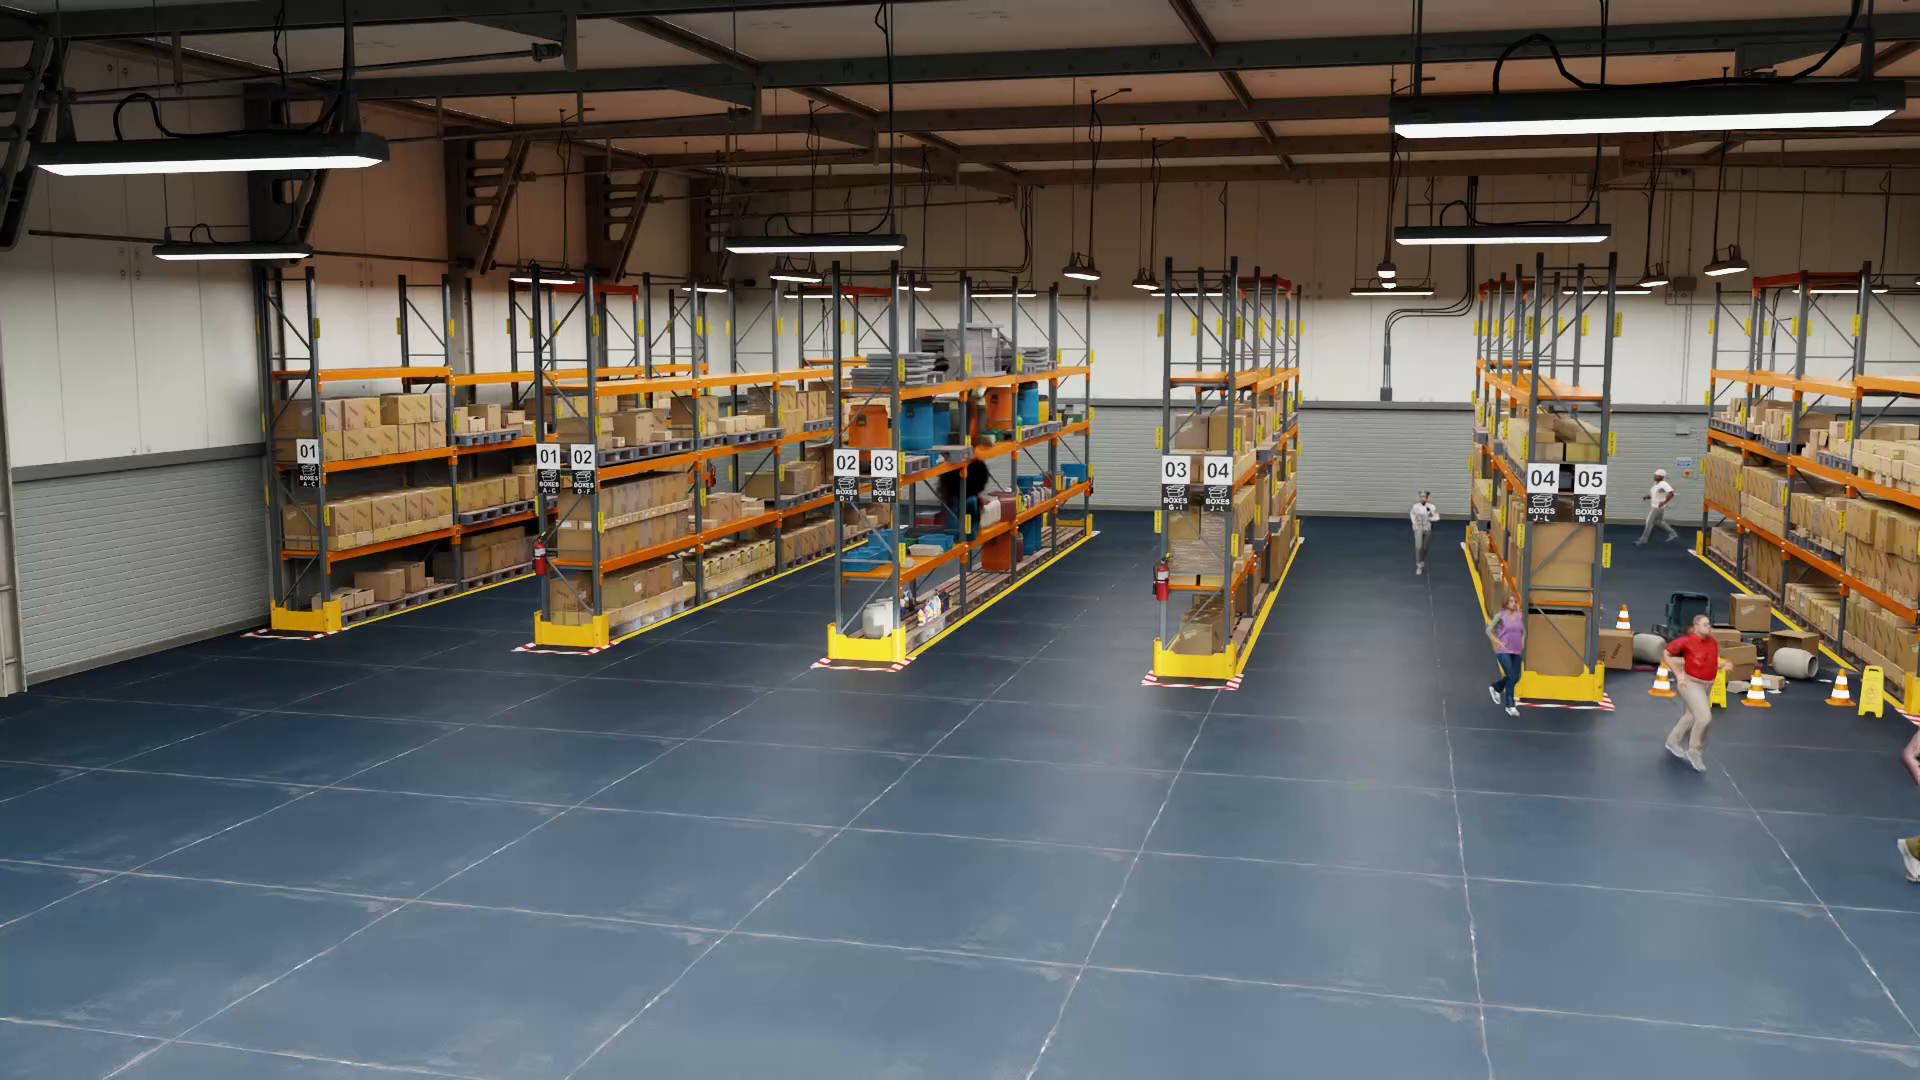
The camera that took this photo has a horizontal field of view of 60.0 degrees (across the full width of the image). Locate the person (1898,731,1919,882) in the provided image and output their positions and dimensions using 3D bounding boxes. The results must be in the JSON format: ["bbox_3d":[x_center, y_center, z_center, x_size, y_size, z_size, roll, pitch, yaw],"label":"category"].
[{"bbox_3d":[8.818,2.268,14.862,0.704,1.732,0.599,-7,10,-42],"label":"person"}]

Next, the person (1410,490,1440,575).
[{"bbox_3d":[9.553,-0.172,34.215,0.592,1.732,0.852,2,8,17],"label":"person"}]

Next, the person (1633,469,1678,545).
[{"bbox_3d":[16.116,-0.753,38.413,0.986,1.769,0.738,2,8,16],"label":"person"}]

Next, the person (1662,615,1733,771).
[{"bbox_3d":[8.473,1.750,19.126,0.638,1.800,0.791,-4,8,-31],"label":"person"}]

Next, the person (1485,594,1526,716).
[{"bbox_3d":[7.172,1.488,21.817,0.556,1.586,0.637,-3,8,-21],"label":"person"}]
